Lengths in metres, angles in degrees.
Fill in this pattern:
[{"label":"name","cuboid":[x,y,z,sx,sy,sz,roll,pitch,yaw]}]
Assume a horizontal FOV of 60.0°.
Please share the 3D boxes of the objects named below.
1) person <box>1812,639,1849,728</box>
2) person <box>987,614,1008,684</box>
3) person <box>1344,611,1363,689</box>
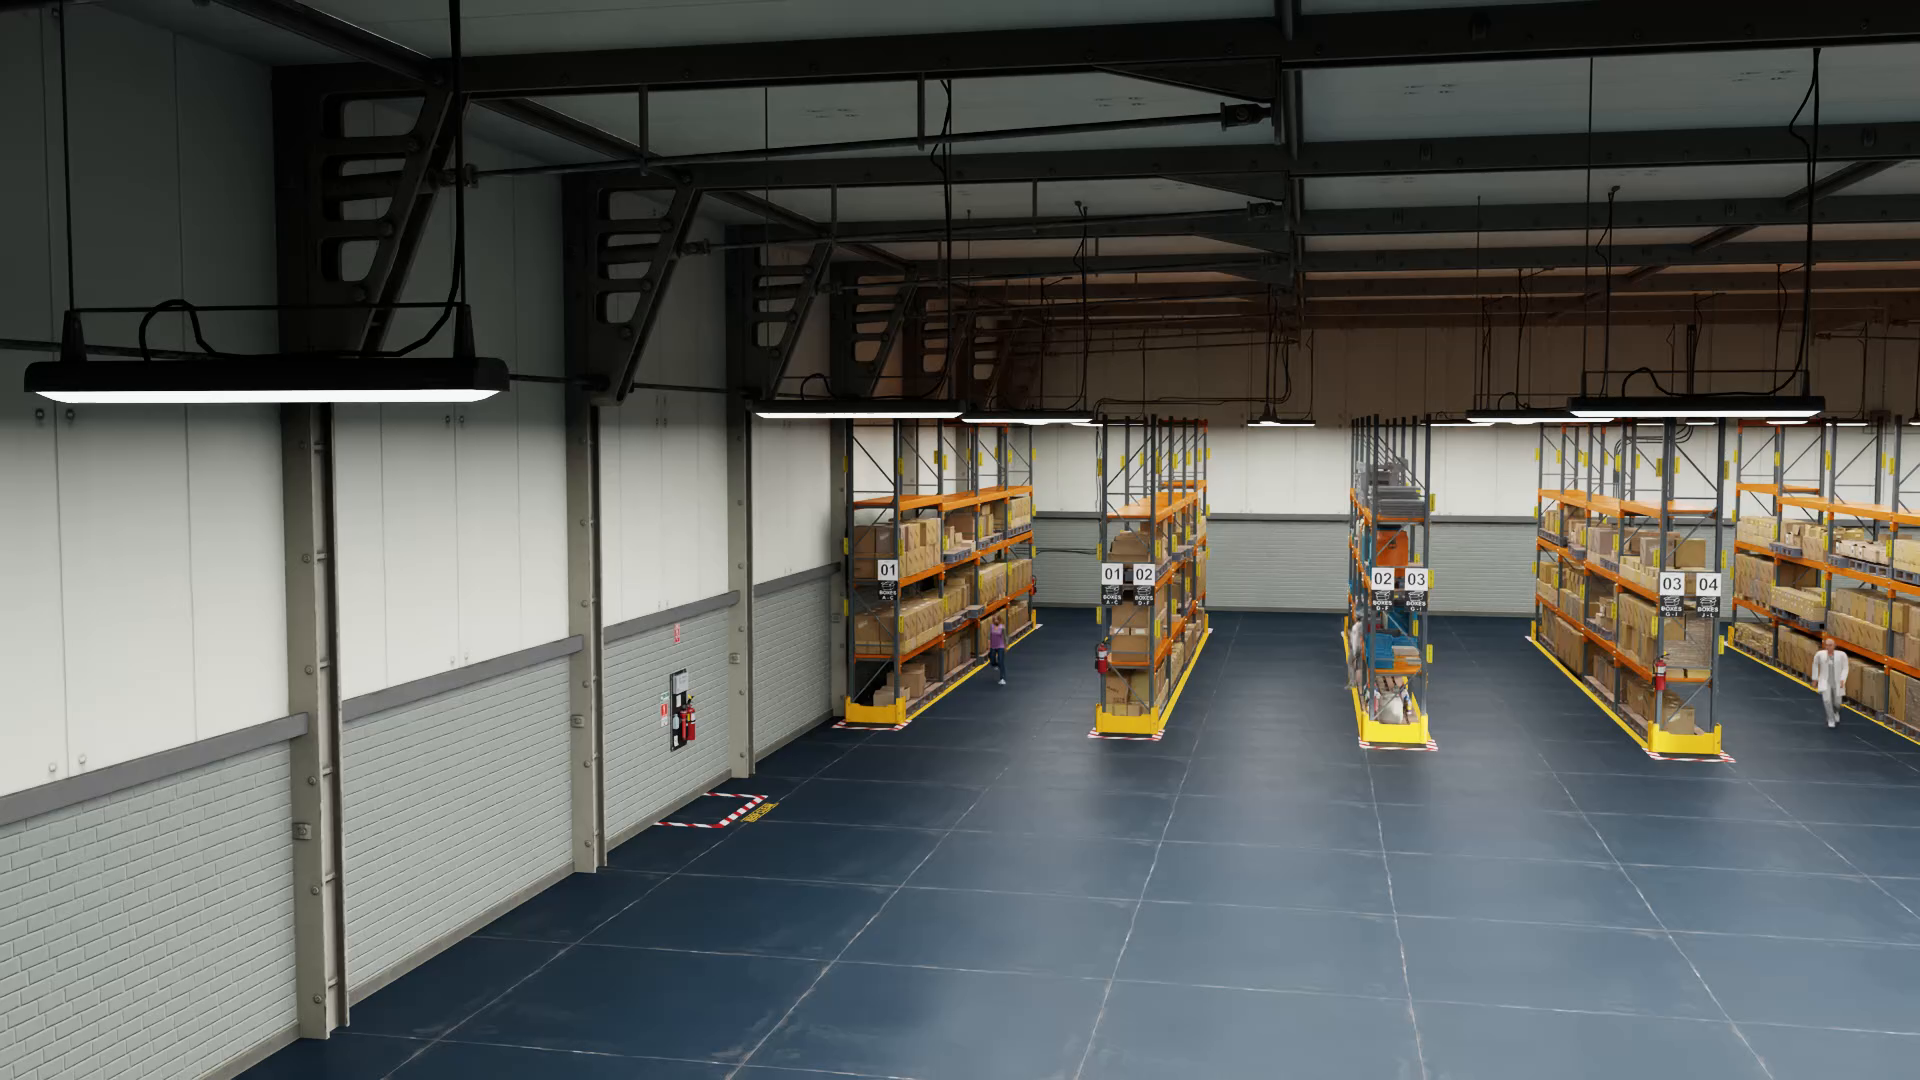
[{"label":"person","cuboid":[16.852,2.739,32.201,0.620,1.695,0.848,2,4,25]},{"label":"person","cuboid":[0.869,2.447,37.535,0.489,1.550,0.739,2,4,25]},{"label":"person","cuboid":[8.618,2.393,35.790,0.482,1.711,0.558,-1,4,-20]}]
